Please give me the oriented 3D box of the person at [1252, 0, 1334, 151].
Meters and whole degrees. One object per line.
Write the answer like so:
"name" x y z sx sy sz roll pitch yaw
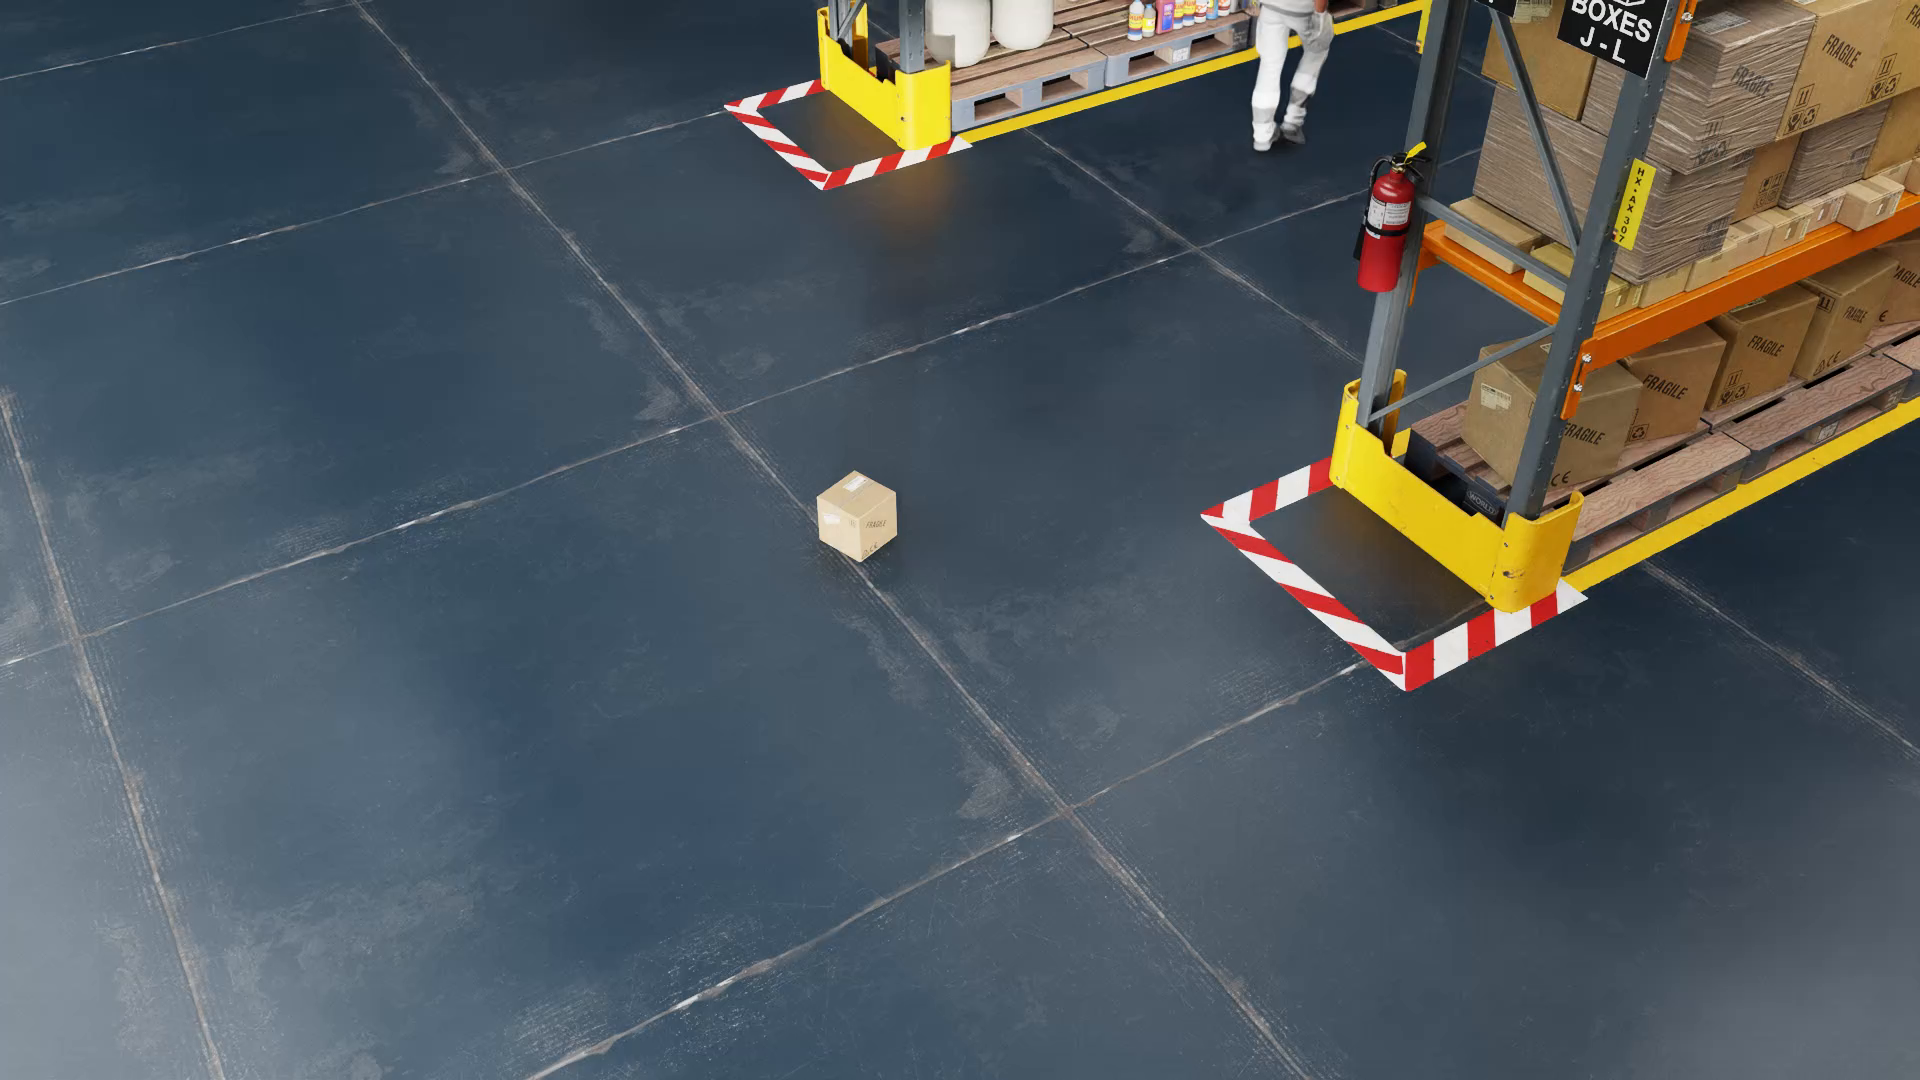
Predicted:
"person" 1.978 -3.184 9.870 0.524 1.820 0.461 19 44 21
